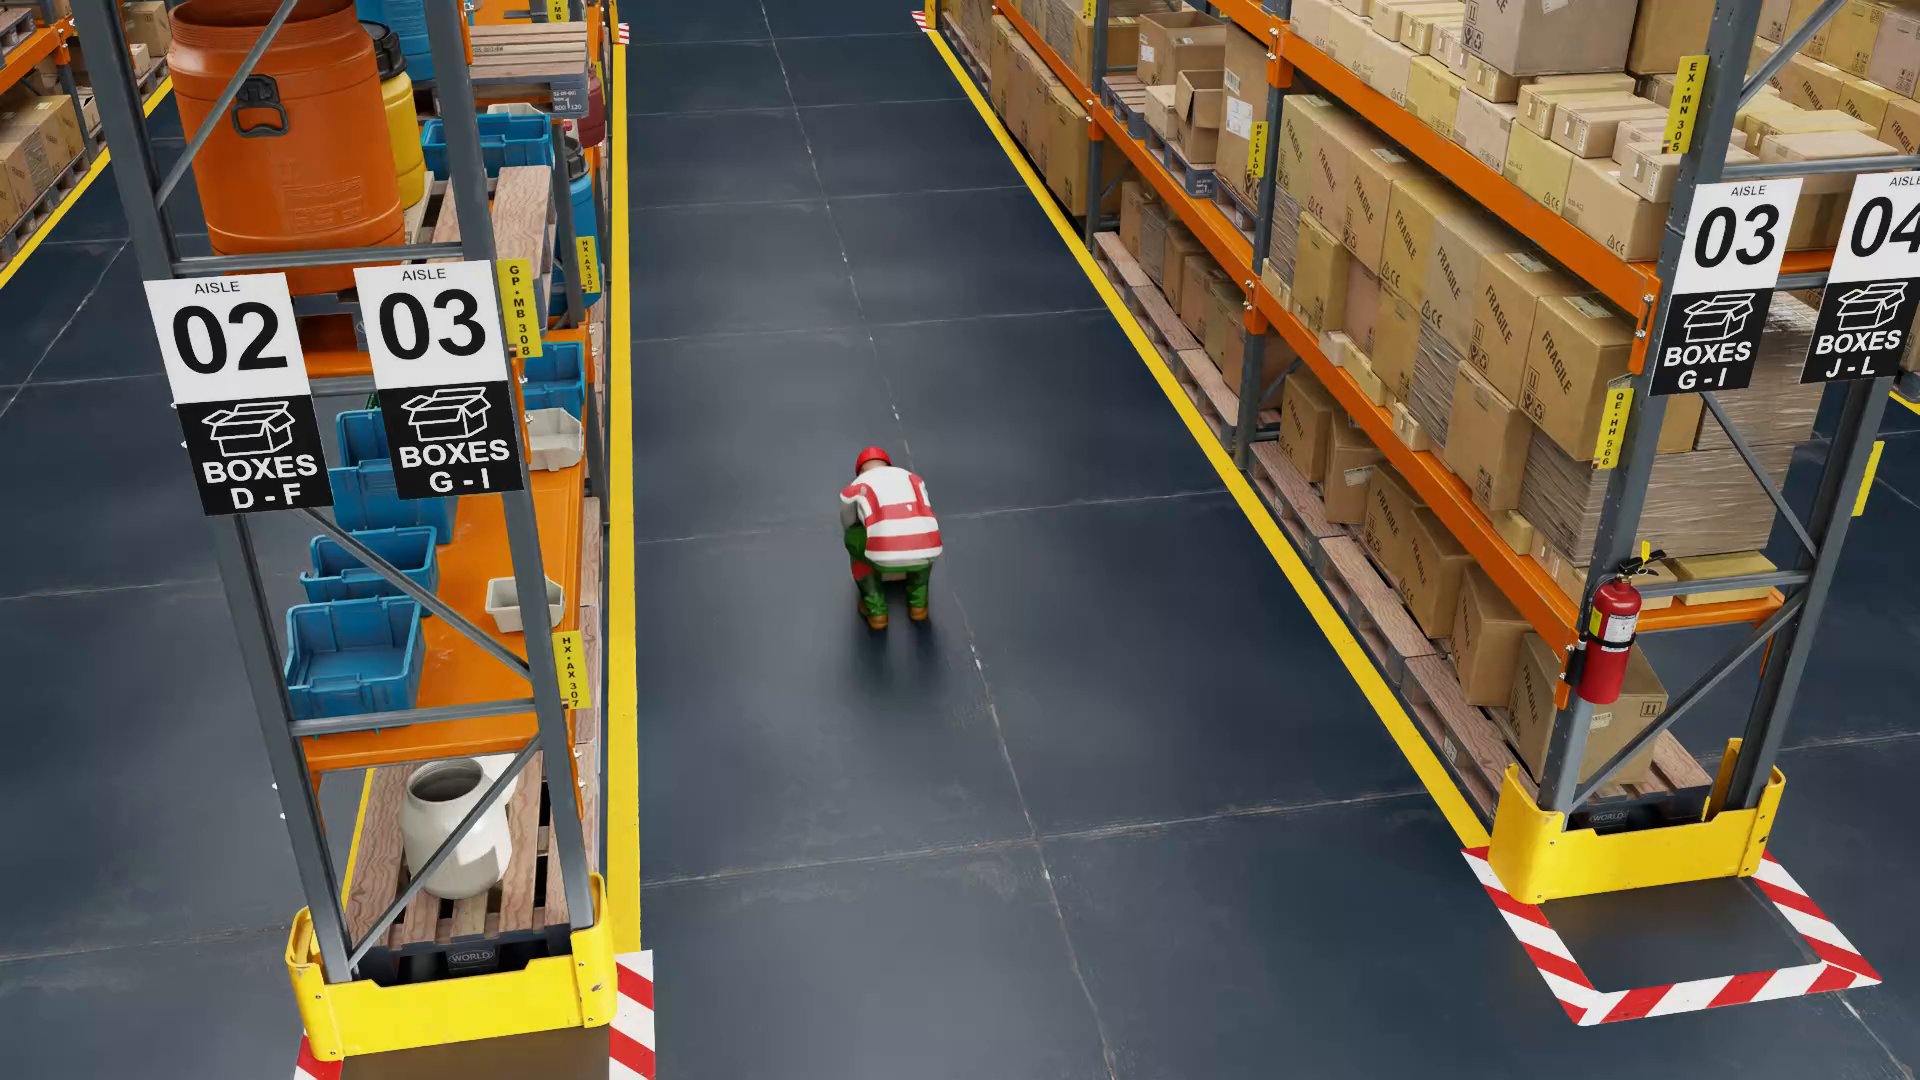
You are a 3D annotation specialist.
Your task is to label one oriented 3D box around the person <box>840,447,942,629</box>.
[{"bbox_3d":[-0.382,0.005,9.135,0.518,0.798,0.958,-6,31,-10],"label":"person"}]
